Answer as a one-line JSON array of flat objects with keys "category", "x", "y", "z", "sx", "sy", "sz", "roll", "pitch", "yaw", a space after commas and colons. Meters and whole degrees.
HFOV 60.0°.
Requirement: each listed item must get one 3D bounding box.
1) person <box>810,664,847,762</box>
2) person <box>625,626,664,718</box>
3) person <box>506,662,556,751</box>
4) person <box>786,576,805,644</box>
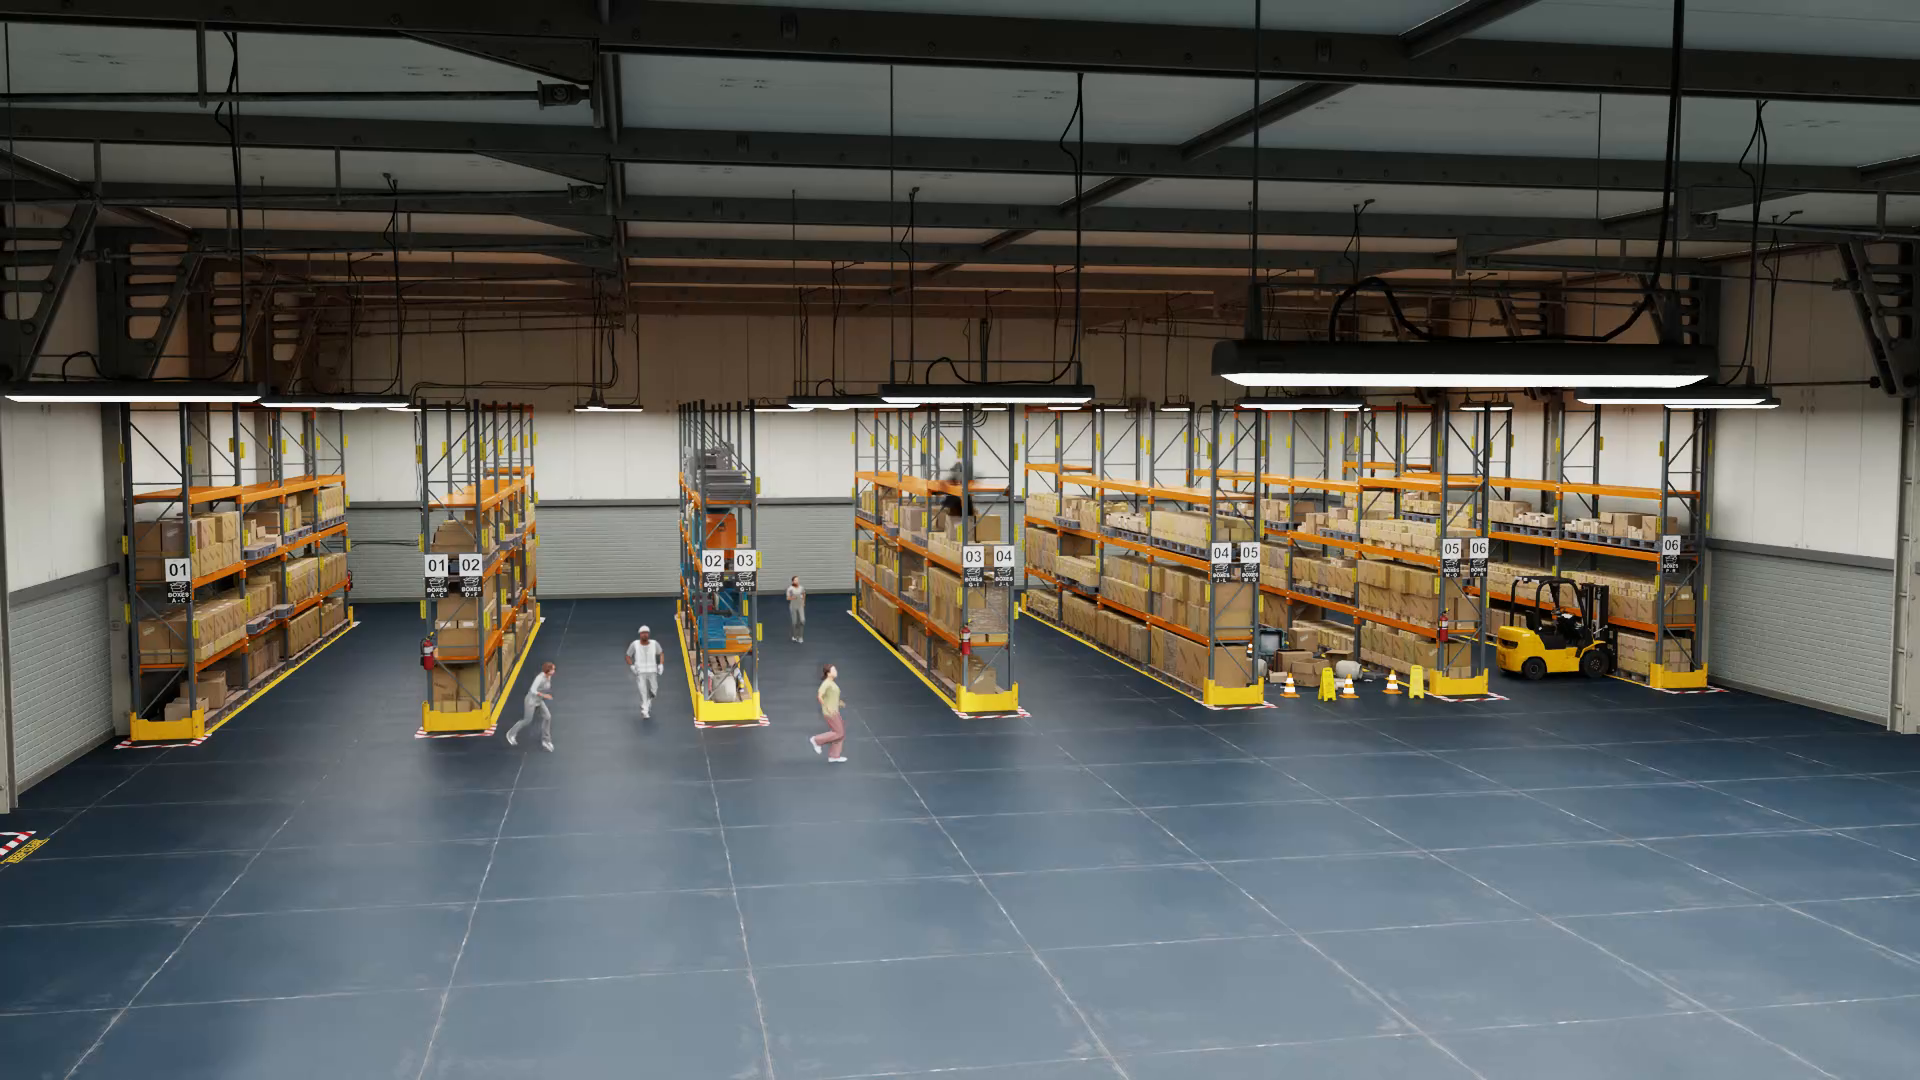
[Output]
[{"category": "person", "x": -2.160, "y": 2.848, "z": 27.393, "sx": 0.598, "sy": 1.626, "sz": 0.596, "roll": 0, "pitch": 4, "yaw": 5}, {"category": "person", "x": -5.965, "y": 2.483, "z": 31.456, "sx": 0.730, "sy": 1.736, "sz": 0.642, "roll": -2, "pitch": 5, "yaw": -21}, {"category": "person", "x": -7.338, "y": 2.838, "z": 28.428, "sx": 0.916, "sy": 1.545, "sz": 0.579, "roll": 1, "pitch": 4, "yaw": 9}, {"category": "person", "x": -4.092, "y": 1.754, "z": 41.695, "sx": 0.544, "sy": 1.687, "sz": 0.691, "roll": -1, "pitch": 5, "yaw": -19}]
